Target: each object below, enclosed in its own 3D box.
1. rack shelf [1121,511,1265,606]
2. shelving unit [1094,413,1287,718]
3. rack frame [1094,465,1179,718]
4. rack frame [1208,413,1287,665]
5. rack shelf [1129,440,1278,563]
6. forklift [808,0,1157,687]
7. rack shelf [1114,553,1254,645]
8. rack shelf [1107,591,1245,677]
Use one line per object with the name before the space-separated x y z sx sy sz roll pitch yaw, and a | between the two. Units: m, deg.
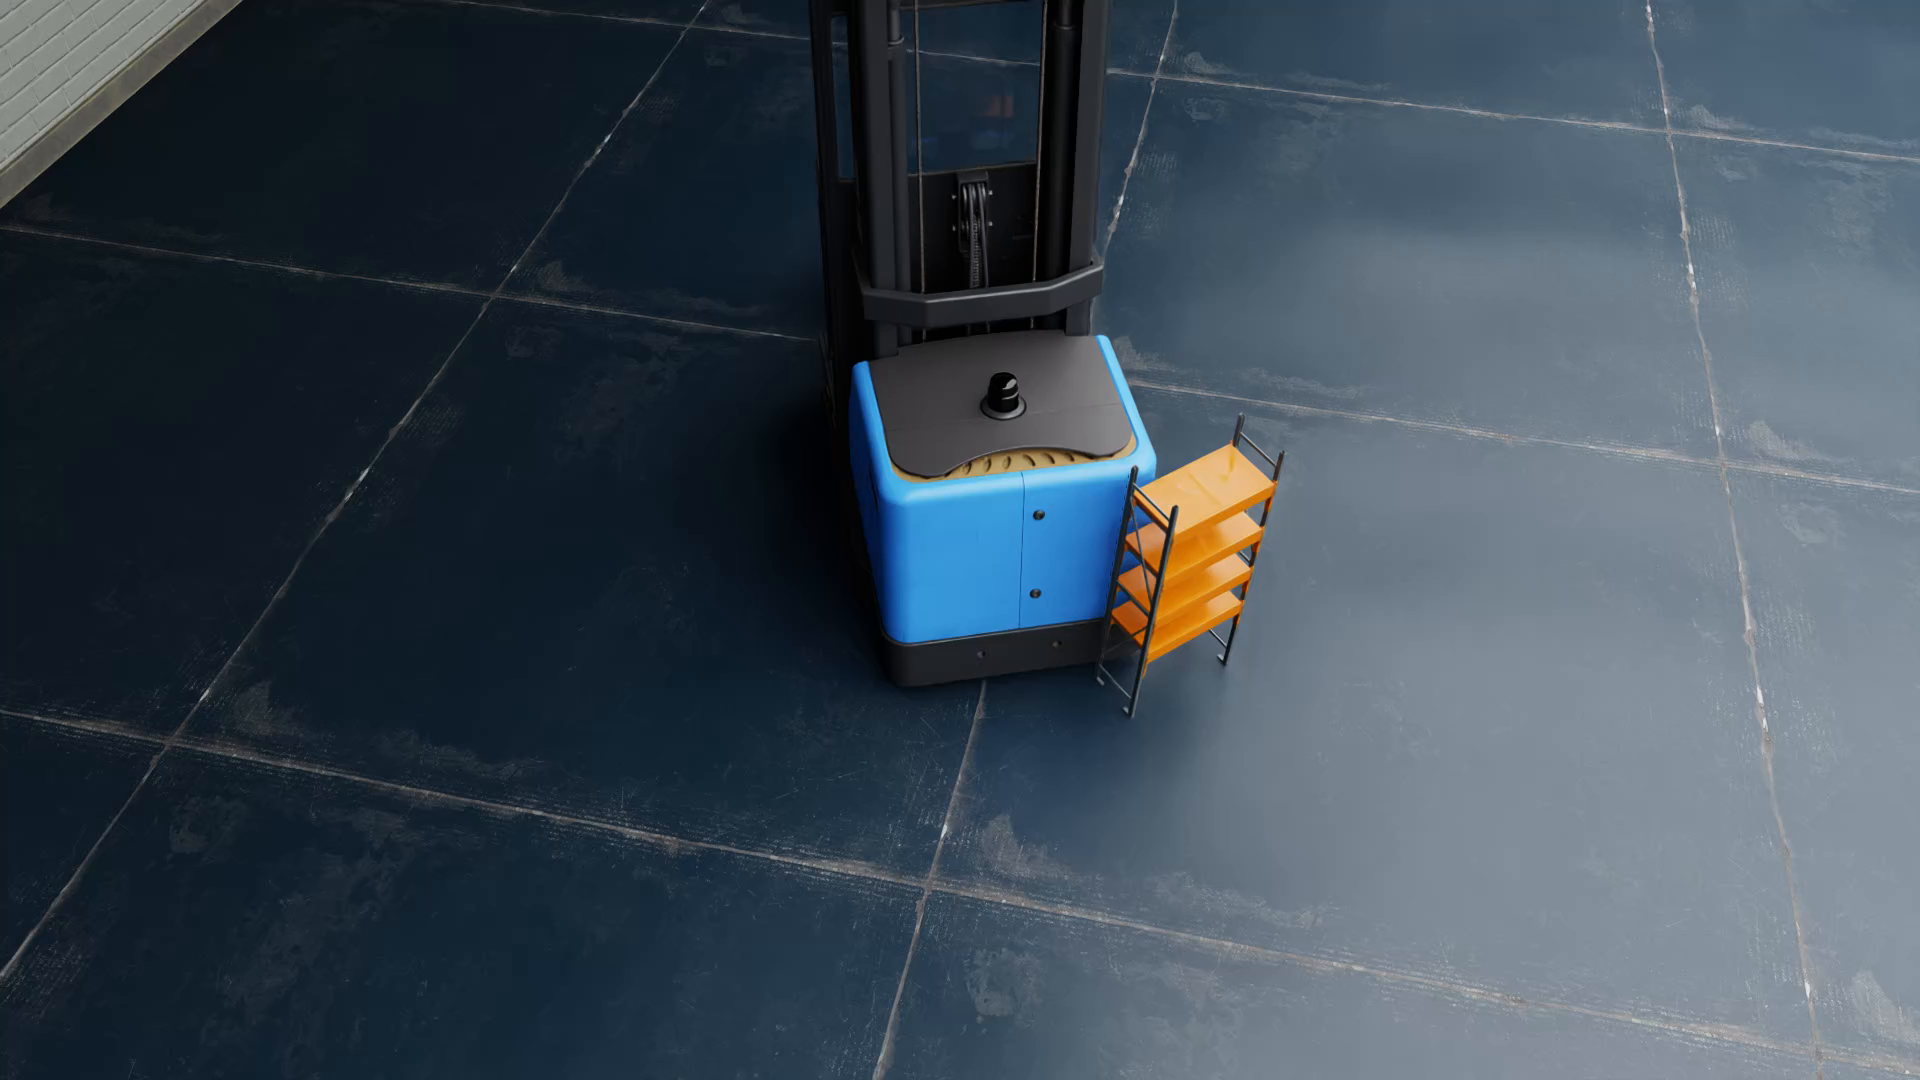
rack shelf | 0.843 0.017 6.088 0.480 0.148 0.258 -26 55 -24
shelving unit | 0.836 0.121 6.204 0.503 1.200 0.258 -26 55 -24
rack frame | 0.635 0.218 6.104 0.015 1.200 0.240 -26 55 -24
rack frame | 1.036 0.025 6.304 0.015 1.200 0.240 -26 55 -24
rack shelf | 0.855 -0.141 5.912 0.480 0.148 0.258 -26 55 -24
forklift | -0.041 -1.514 6.670 1.130 2.935 3.031 -7 44 -7
rack shelf | 0.832 0.166 6.254 0.480 0.148 0.258 -26 55 -24
rack shelf | 0.822 0.298 6.402 0.480 0.148 0.258 -26 55 -24
